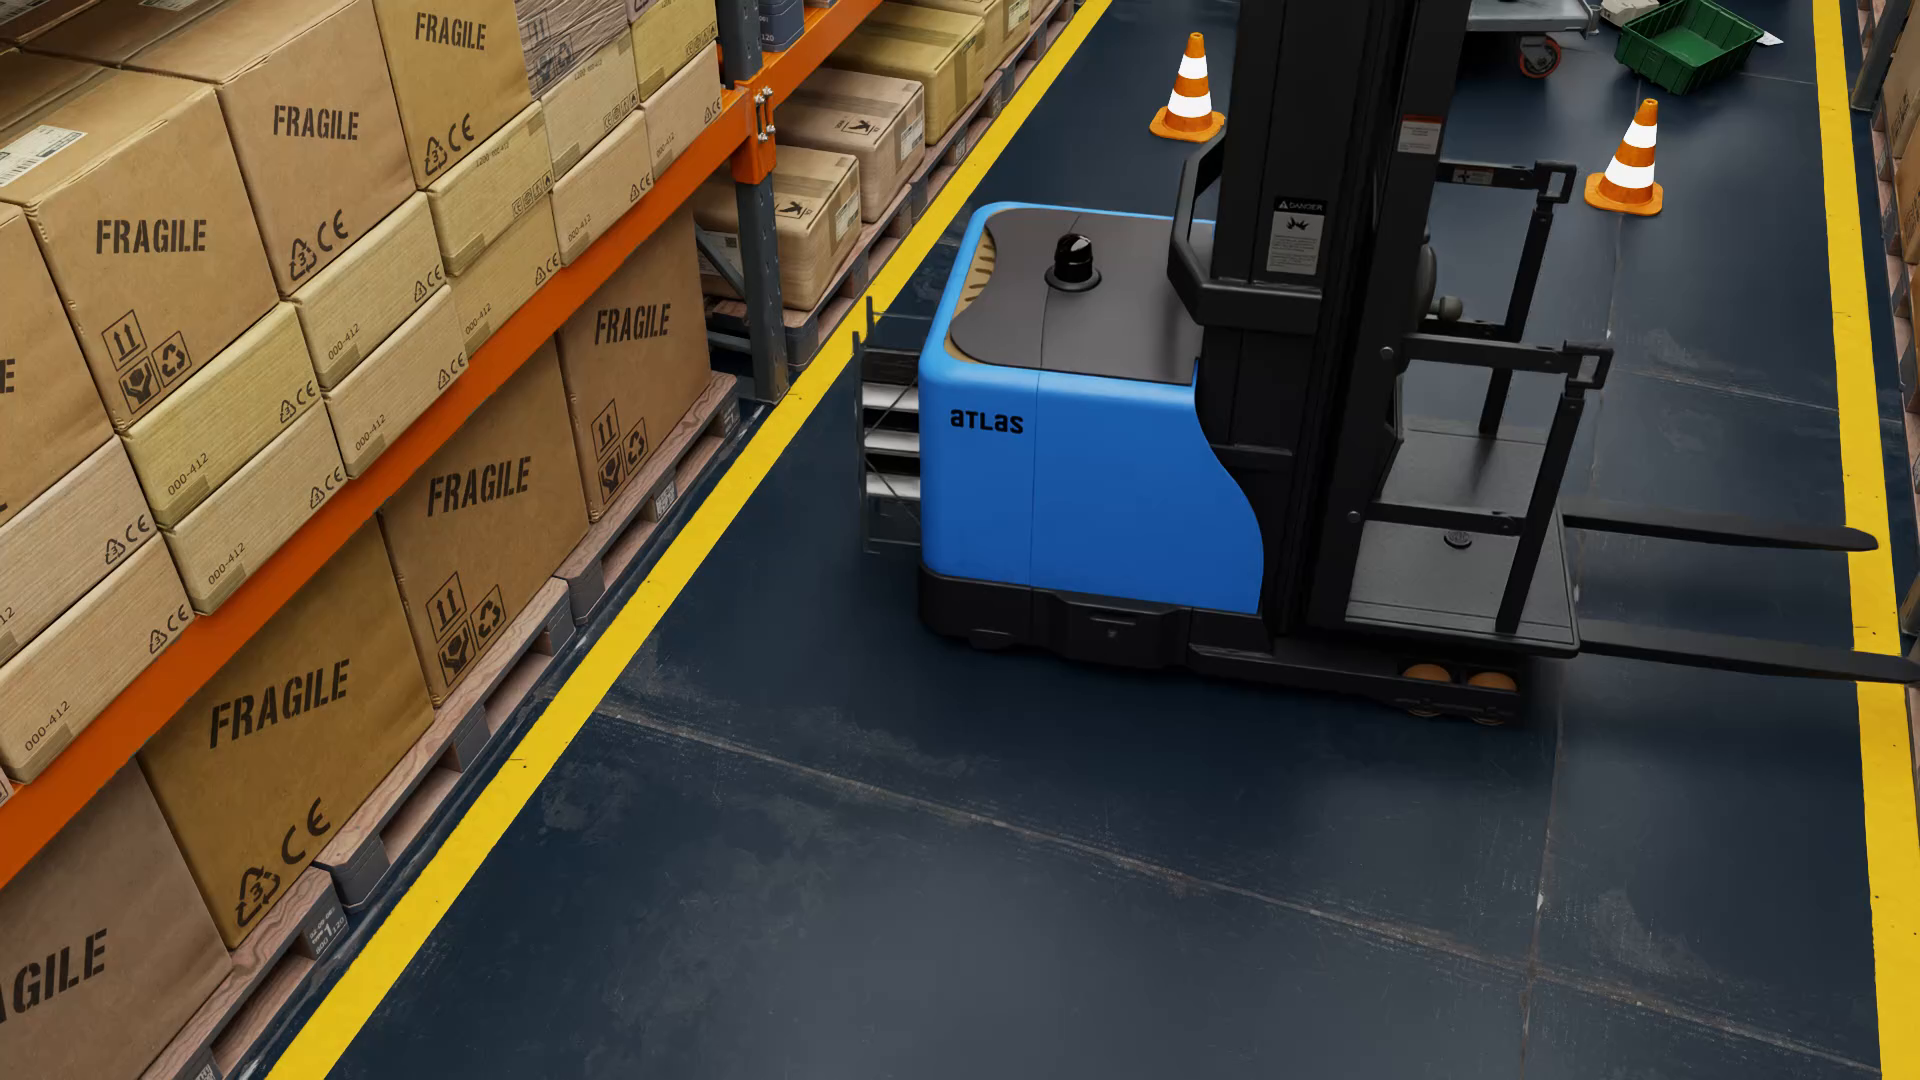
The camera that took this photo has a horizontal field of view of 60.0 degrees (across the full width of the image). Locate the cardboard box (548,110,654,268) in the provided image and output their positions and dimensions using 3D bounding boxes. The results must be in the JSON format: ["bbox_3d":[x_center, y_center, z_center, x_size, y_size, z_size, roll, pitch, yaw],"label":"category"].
[{"bbox_3d":[-1.237,-1.057,4.793,0.500,0.250,0.500,14,42,16],"label":"cardboard box"}]

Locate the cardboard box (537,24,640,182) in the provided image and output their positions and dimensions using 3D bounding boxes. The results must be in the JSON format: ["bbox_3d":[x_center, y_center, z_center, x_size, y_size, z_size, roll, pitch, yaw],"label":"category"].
[{"bbox_3d":[-1.246,-1.263,4.650,0.500,0.250,0.500,12,42,14],"label":"cardboard box"}]

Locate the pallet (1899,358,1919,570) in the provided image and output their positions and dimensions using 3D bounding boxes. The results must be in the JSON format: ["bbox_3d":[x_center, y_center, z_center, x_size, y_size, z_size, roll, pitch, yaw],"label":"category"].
[{"bbox_3d":[3.879,-0.162,5.777,1.003,0.211,1.213,13,42,15],"label":"pallet"}]

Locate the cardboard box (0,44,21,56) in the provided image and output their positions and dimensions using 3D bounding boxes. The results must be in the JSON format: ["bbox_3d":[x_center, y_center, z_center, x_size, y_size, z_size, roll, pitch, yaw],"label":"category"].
[{"bbox_3d":[-2.237,-0.724,3.440,0.500,0.500,0.500,15,43,16],"label":"cardboard box"}]

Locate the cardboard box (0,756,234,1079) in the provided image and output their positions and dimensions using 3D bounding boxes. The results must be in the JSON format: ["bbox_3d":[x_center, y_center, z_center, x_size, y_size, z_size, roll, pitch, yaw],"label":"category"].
[{"bbox_3d":[-2.379,0.897,3.701,0.875,0.875,0.875,15,43,16],"label":"cardboard box"}]

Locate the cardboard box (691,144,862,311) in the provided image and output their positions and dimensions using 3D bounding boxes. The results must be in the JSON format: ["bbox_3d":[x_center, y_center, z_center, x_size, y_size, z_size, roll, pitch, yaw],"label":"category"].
[{"bbox_3d":[-0.945,-1.298,6.661,0.950,0.372,0.625,11,42,12],"label":"cardboard box"}]

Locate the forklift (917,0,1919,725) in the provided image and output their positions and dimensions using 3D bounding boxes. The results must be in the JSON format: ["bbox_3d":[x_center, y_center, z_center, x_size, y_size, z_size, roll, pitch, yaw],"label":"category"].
[{"bbox_3d":[1.434,-0.925,4.576,3.031,2.935,1.130,7,41,8],"label":"forklift"}]

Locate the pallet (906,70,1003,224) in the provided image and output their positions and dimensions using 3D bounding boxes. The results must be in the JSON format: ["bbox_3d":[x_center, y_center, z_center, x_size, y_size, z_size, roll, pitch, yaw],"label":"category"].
[{"bbox_3d":[-0.460,-1.952,7.876,1.003,0.211,1.213,13,42,15],"label":"pallet"}]

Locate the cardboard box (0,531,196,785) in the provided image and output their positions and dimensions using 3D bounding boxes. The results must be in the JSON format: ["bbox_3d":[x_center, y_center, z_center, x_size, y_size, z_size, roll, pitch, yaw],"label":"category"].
[{"bbox_3d":[-1.941,0.176,3.349,0.500,0.250,0.500,12,42,14],"label":"cardboard box"}]

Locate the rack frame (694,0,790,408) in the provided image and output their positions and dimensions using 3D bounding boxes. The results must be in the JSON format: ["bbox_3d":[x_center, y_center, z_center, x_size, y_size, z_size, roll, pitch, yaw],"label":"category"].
[{"bbox_3d":[-1.148,-1.795,5.543,1.000,3.000,0.127,13,42,15],"label":"rack frame"}]

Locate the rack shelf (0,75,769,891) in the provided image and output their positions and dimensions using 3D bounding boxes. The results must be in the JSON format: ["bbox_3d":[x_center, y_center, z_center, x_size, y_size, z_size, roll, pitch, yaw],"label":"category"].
[{"bbox_3d":[-1.832,-0.302,4.347,1.077,0.370,4.000,13,42,15],"label":"rack shelf"}]

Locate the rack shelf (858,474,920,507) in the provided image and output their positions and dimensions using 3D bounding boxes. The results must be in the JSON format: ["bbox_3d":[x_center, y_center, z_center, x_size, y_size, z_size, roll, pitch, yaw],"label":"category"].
[{"bbox_3d":[-0.196,-0.191,5.609,0.258,0.077,0.200,6,41,7],"label":"rack shelf"}]

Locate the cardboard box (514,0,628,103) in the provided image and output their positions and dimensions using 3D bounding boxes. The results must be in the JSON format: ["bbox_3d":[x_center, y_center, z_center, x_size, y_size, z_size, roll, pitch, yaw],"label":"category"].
[{"bbox_3d":[-1.246,-1.526,4.380,0.500,0.500,0.500,14,42,16],"label":"cardboard box"}]

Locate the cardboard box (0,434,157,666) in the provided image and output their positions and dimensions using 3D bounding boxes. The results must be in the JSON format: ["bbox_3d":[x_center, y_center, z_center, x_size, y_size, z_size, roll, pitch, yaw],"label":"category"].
[{"bbox_3d":[-1.948,-0.019,3.191,0.500,0.250,0.500,14,42,16],"label":"cardboard box"}]

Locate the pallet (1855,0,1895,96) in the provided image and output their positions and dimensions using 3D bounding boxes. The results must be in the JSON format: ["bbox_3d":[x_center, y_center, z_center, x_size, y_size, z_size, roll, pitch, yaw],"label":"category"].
[{"bbox_3d":[5.240,-2.584,8.616,1.003,0.211,1.213,13,42,15],"label":"pallet"}]

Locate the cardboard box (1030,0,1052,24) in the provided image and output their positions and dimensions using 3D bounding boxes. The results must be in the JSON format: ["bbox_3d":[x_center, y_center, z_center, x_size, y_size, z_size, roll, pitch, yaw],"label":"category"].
[{"bbox_3d":[0.043,-3.075,8.744,0.950,0.372,0.625,14,42,16],"label":"cardboard box"}]

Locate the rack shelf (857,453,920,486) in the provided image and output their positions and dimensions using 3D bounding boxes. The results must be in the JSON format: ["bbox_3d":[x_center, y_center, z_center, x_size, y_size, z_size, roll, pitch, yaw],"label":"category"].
[{"bbox_3d":[-0.196,-0.259,5.551,0.258,0.077,0.200,6,41,7],"label":"rack shelf"}]

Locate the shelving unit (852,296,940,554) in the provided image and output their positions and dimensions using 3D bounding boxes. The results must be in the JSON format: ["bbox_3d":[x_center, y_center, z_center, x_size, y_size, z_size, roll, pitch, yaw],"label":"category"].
[{"bbox_3d":[-0.196,-0.353,5.471,0.258,0.900,0.210,6,41,7],"label":"shelving unit"}]

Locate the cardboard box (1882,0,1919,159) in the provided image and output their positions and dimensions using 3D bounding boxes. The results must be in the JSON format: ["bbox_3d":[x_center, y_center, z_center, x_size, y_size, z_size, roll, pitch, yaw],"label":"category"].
[{"bbox_3d":[4.779,-2.103,7.314,1.050,0.750,0.750,13,42,15],"label":"cardboard box"}]

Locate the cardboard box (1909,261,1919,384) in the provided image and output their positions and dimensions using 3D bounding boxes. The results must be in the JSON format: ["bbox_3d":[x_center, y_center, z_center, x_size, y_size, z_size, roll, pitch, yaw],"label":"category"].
[{"bbox_3d":[4.127,-0.948,5.959,1.050,0.750,0.750,14,42,16],"label":"cardboard box"}]

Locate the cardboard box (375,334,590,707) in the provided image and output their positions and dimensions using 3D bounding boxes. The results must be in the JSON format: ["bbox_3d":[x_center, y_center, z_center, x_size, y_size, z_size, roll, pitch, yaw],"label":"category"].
[{"bbox_3d":[-1.771,-0.201,4.988,0.875,0.875,0.875,14,42,16],"label":"cardboard box"}]

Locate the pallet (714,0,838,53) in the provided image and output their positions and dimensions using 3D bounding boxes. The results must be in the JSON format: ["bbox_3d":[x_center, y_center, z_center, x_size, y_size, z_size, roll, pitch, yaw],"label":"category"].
[{"bbox_3d":[-1.004,-2.181,6.143,1.213,0.211,1.003,13,42,15],"label":"pallet"}]

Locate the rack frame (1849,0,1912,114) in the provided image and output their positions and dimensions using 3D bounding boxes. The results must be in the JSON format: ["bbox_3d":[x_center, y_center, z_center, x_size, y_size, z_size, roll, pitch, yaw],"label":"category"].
[{"bbox_3d":[4.906,-3.198,7.187,1.000,3.000,0.127,13,42,15],"label":"rack frame"}]

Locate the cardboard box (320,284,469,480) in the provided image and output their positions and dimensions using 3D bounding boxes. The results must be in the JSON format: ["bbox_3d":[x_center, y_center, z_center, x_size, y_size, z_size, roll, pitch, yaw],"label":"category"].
[{"bbox_3d":[-1.572,-0.436,4.066,0.500,0.250,0.500,13,42,14],"label":"cardboard box"}]

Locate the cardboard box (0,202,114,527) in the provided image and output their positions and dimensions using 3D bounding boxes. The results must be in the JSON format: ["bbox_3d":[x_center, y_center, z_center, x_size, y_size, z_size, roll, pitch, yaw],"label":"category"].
[{"bbox_3d":[-1.947,-0.295,2.937,0.500,0.500,0.500,13,42,15],"label":"cardboard box"}]

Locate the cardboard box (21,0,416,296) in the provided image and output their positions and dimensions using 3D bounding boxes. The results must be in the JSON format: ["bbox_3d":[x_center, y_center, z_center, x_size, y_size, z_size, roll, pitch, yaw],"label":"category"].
[{"bbox_3d":[-1.602,-0.917,3.666,0.500,0.500,0.500,13,42,14],"label":"cardboard box"}]

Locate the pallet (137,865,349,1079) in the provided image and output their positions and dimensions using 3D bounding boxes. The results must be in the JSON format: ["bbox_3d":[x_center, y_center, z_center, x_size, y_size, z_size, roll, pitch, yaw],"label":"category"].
[{"bbox_3d":[-2.323,1.218,4.160,1.003,0.211,1.213,13,42,15],"label":"pallet"}]

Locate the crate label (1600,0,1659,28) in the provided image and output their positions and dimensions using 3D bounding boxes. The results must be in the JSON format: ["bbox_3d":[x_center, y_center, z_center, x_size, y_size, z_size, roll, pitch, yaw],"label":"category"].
[{"bbox_3d":[3.629,-2.872,9.011,0.298,0.136,0.250,-13,42,-15],"label":"crate label"}]

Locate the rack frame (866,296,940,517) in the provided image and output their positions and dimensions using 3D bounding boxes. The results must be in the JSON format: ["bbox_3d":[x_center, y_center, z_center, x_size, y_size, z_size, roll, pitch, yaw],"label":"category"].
[{"bbox_3d":[-0.179,-0.418,5.547,0.240,0.900,0.006,6,41,7],"label":"rack frame"}]

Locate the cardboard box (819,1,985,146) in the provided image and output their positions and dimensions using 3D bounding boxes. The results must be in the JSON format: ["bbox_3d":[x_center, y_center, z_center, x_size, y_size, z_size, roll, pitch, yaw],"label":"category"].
[{"bbox_3d":[-0.436,-2.211,7.731,0.950,0.372,0.625,15,43,17],"label":"cardboard box"}]

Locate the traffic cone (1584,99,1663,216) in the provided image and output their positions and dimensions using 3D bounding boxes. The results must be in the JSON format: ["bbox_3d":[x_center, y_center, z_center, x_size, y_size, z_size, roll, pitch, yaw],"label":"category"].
[{"bbox_3d":[3.029,-1.750,7.445,0.336,0.463,0.334,13,42,15],"label":"traffic cone"}]

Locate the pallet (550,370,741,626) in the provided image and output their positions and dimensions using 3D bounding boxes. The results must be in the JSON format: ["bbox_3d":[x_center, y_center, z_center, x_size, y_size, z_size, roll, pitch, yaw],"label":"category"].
[{"bbox_3d":[-1.488,-0.270,5.904,1.003,0.211,1.213,13,42,15],"label":"pallet"}]

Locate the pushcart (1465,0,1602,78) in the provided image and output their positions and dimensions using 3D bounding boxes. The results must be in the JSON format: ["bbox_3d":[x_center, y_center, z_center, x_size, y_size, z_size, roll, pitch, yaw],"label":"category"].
[{"bbox_3d":[2.380,-2.762,8.696,1.648,0.377,0.936,0,40,0],"label":"pushcart"}]

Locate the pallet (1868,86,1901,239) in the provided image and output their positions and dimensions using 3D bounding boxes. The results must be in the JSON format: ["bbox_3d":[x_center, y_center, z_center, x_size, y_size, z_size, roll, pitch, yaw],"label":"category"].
[{"bbox_3d":[4.713,-1.650,7.521,1.003,0.211,1.213,13,42,15],"label":"pallet"}]

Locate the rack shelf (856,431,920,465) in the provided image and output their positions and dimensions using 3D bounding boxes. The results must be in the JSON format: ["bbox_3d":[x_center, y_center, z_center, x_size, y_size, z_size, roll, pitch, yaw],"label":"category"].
[{"bbox_3d":[-0.196,-0.328,5.492,0.258,0.077,0.200,6,41,7],"label":"rack shelf"}]

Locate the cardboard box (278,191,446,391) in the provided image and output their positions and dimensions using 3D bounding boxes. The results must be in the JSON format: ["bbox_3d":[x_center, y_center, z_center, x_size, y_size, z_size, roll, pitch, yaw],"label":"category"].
[{"bbox_3d":[-1.580,-0.630,3.907,0.500,0.250,0.500,12,42,14],"label":"cardboard box"}]
